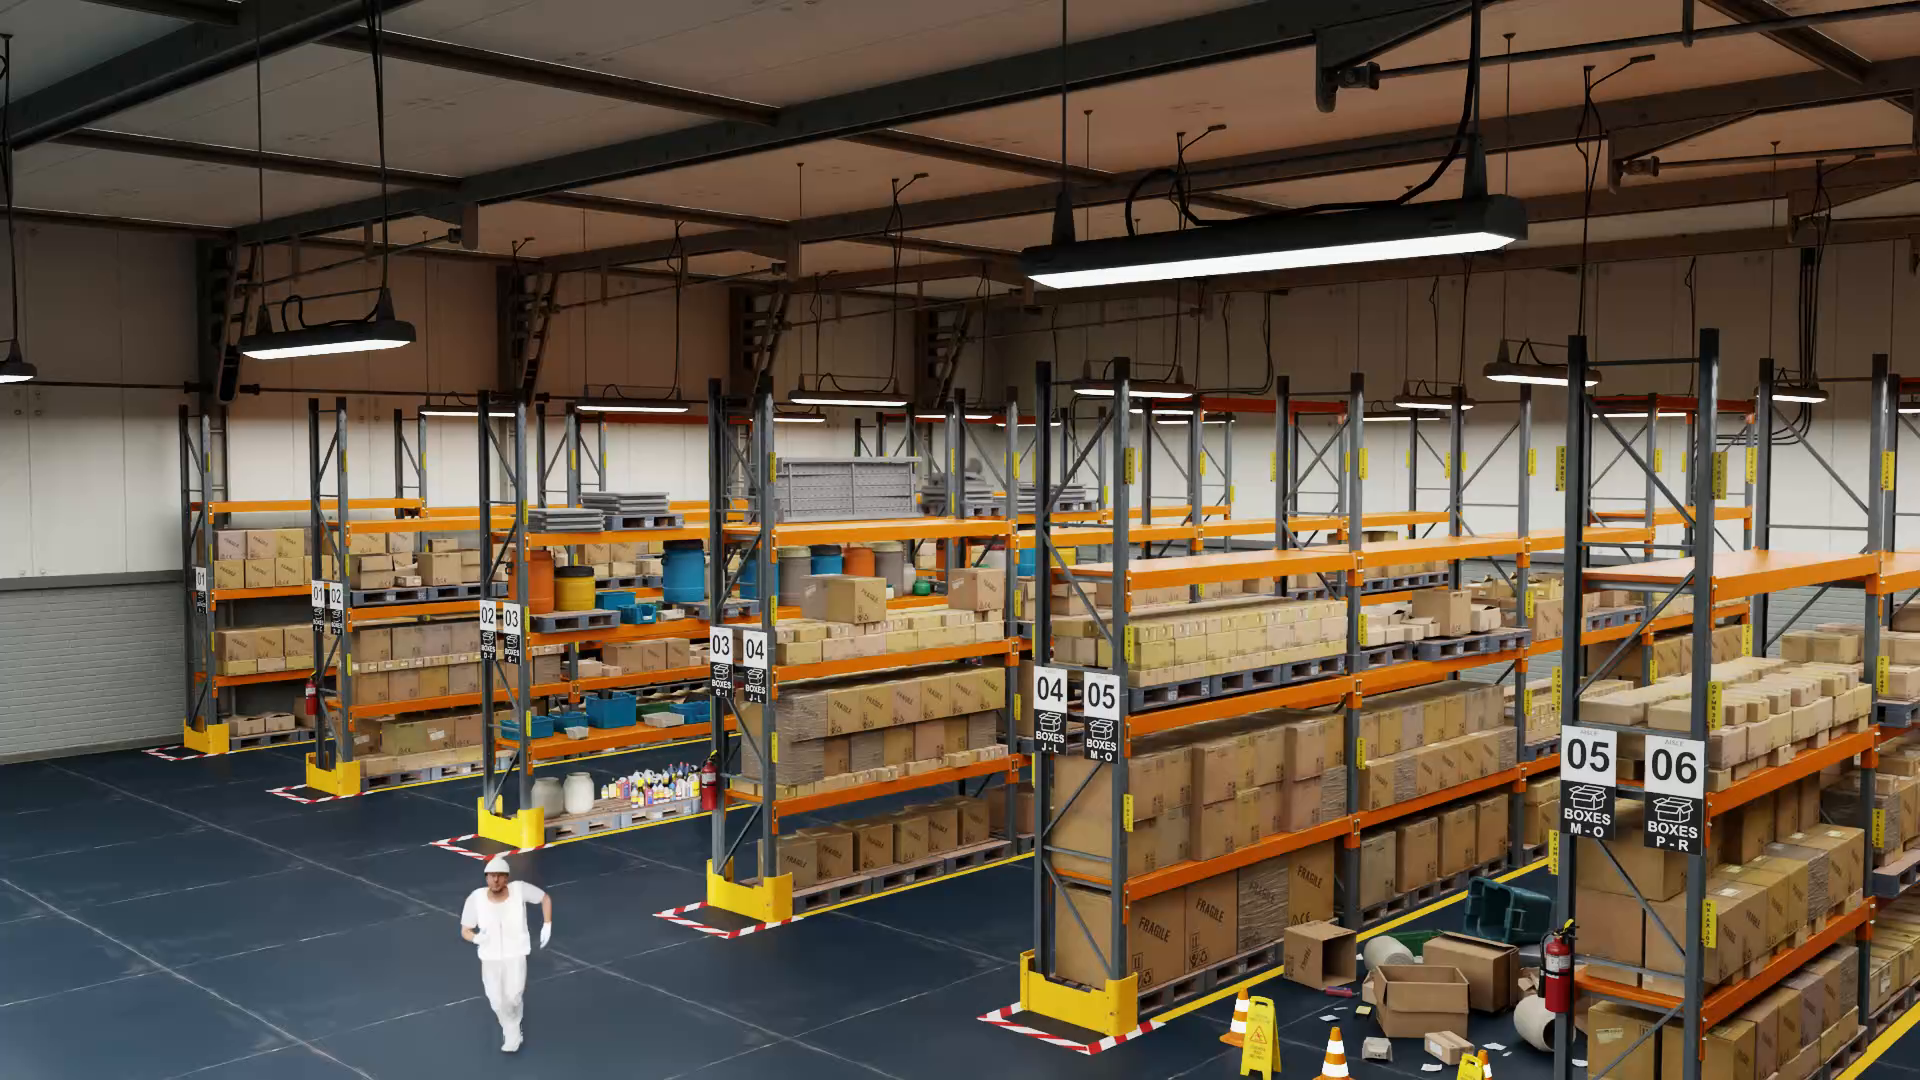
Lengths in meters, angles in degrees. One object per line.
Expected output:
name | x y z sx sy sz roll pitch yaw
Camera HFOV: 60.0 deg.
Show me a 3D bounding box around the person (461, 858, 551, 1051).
person | -3.852 3.538 14.094 0.726 1.722 0.728 0 3 -9
